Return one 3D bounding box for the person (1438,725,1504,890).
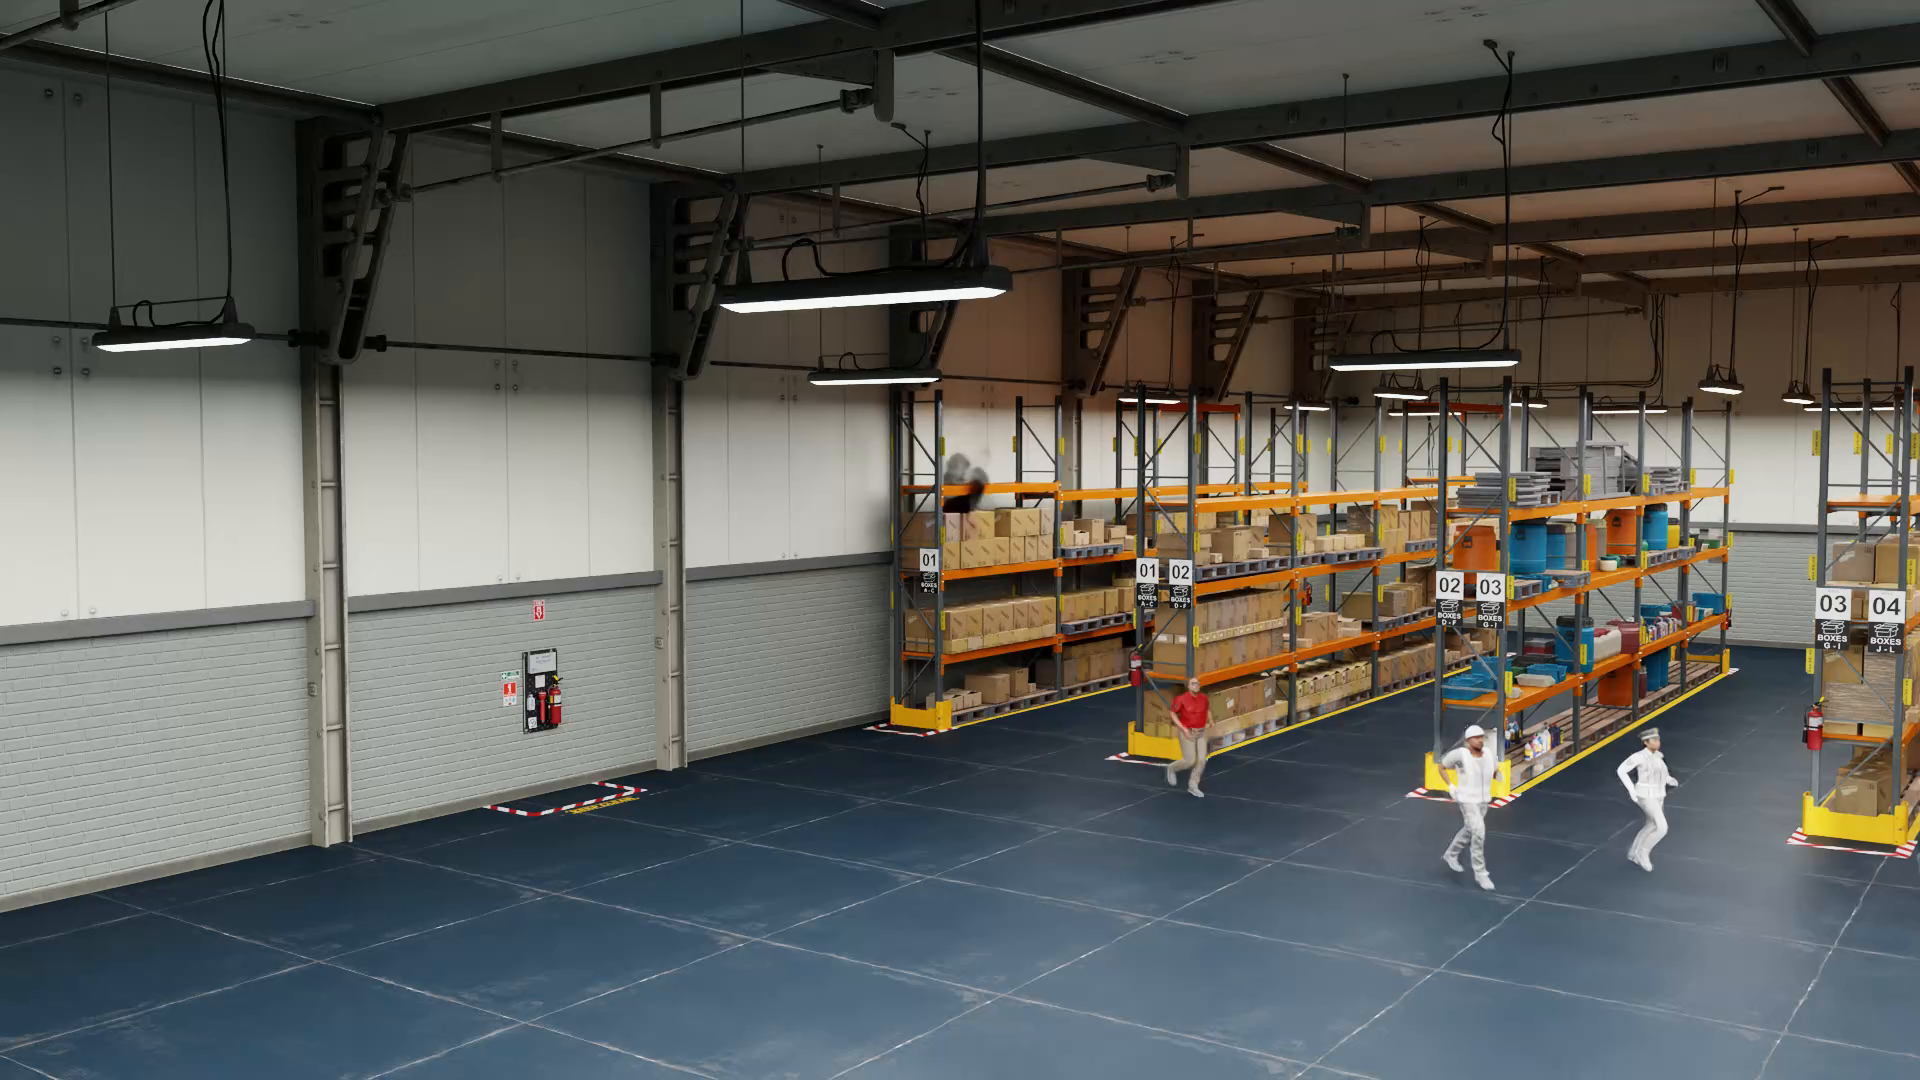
[{"bbox_3d":[5.922,3.031,19.140,0.655,1.827,0.849,-2,4,-26],"label":"person"}]

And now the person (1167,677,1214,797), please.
[{"bbox_3d":[3.341,2.815,24.009,0.659,1.706,0.659,-2,4,-25],"label":"person"}]

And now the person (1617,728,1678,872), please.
[{"bbox_3d":[8.150,3.052,19.597,0.582,1.690,0.666,-2,4,-33],"label":"person"}]
